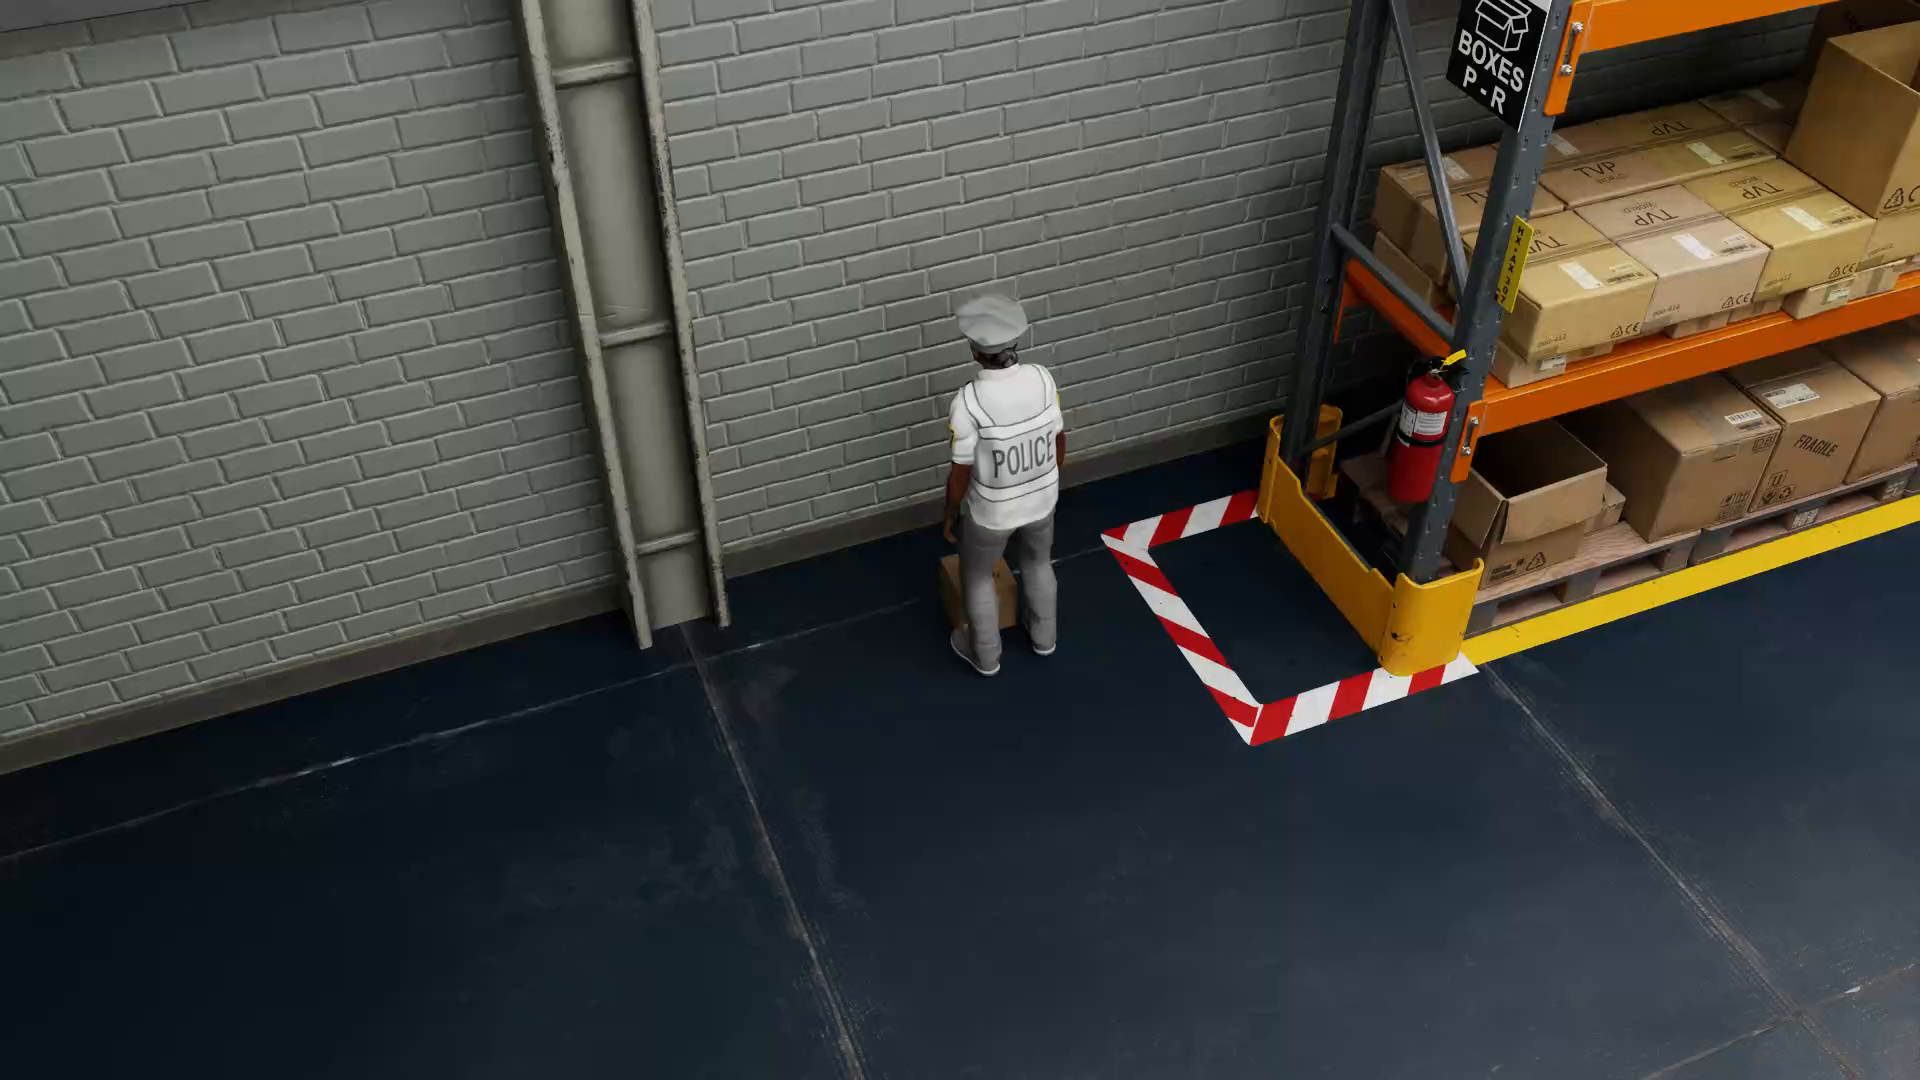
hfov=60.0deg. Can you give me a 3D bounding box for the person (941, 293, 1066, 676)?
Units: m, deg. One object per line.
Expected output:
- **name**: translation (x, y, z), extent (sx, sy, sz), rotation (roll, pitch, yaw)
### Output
- **person**: translation (0.174, -0.162, 6.338), extent (0.531, 1.661, 0.397), rotation (-18, 45, -19)
